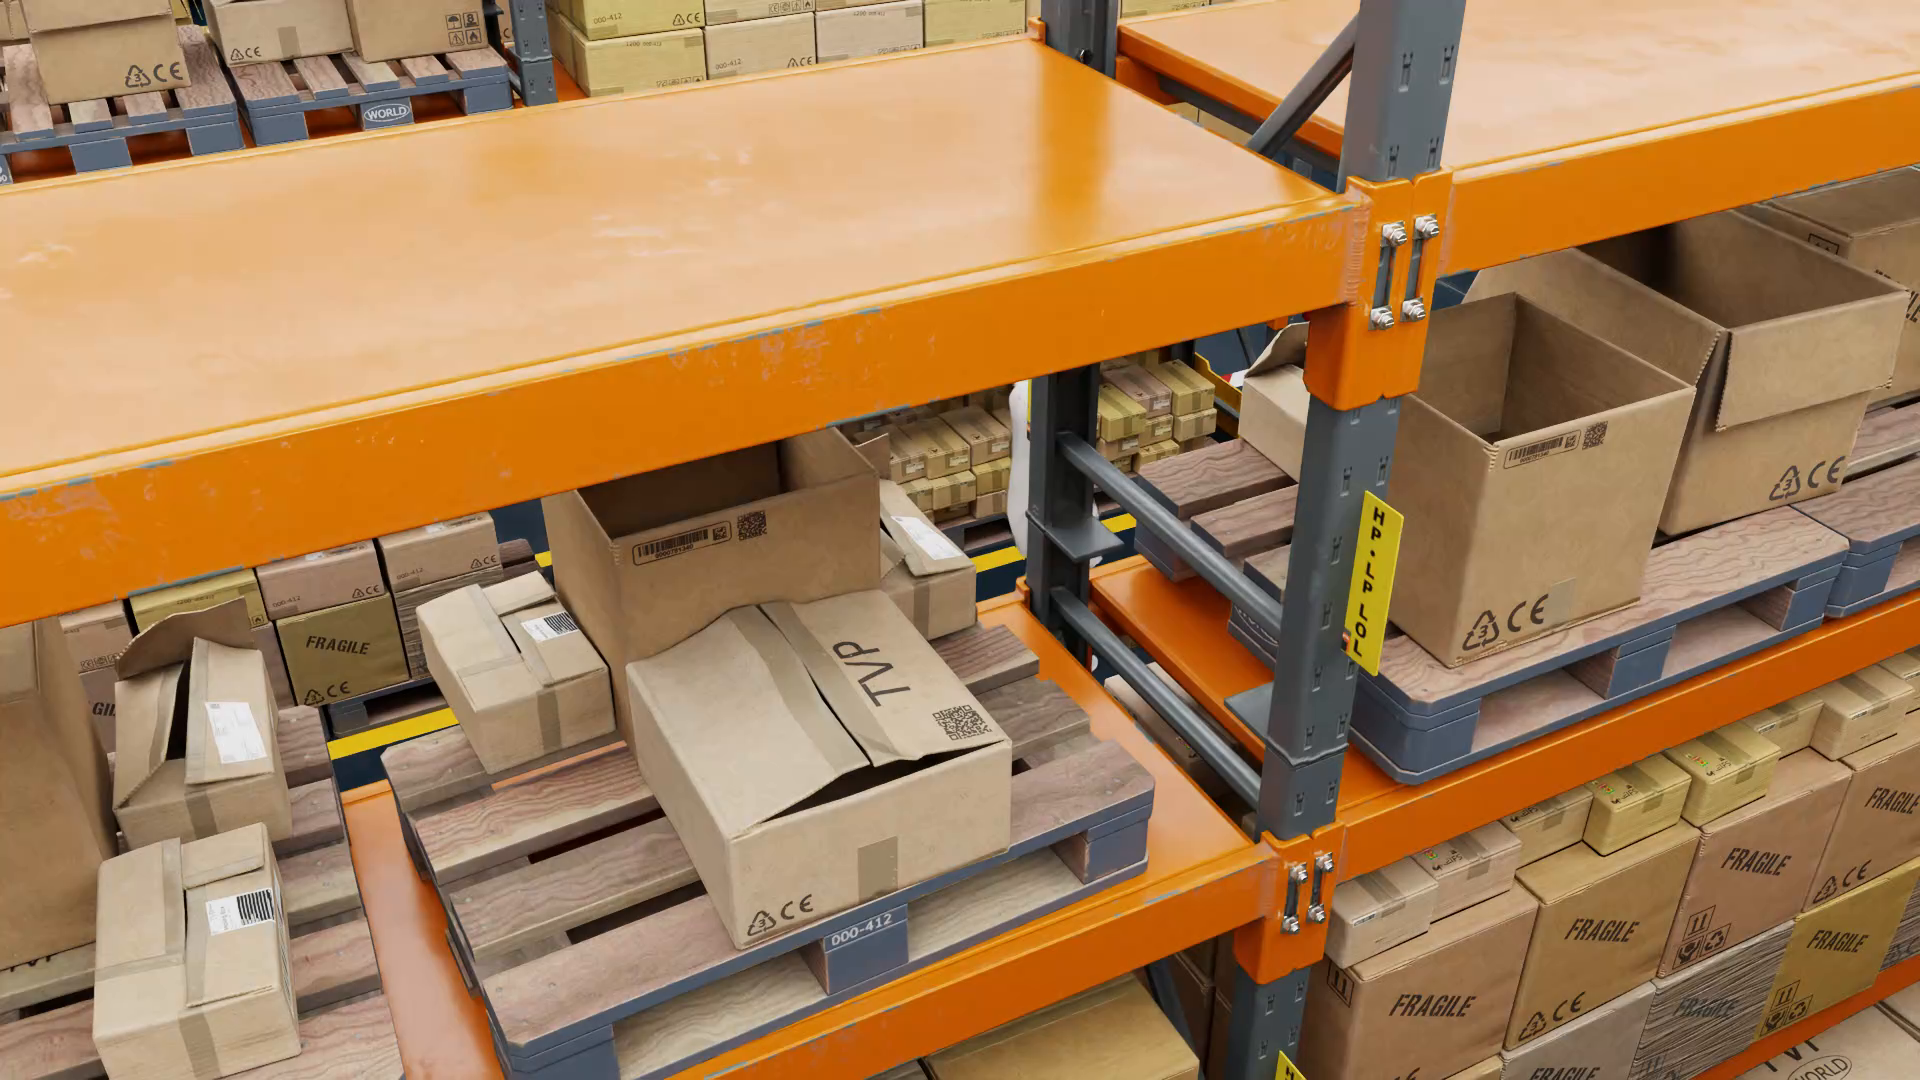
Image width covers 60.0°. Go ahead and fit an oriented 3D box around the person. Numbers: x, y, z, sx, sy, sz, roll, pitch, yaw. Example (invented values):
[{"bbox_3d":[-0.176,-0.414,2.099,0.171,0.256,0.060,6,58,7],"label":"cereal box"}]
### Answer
[{"bbox_3d":[0.438,-0.132,7.904,0.425,1.719,0.591,-16,36,-23],"label":"person"}]
